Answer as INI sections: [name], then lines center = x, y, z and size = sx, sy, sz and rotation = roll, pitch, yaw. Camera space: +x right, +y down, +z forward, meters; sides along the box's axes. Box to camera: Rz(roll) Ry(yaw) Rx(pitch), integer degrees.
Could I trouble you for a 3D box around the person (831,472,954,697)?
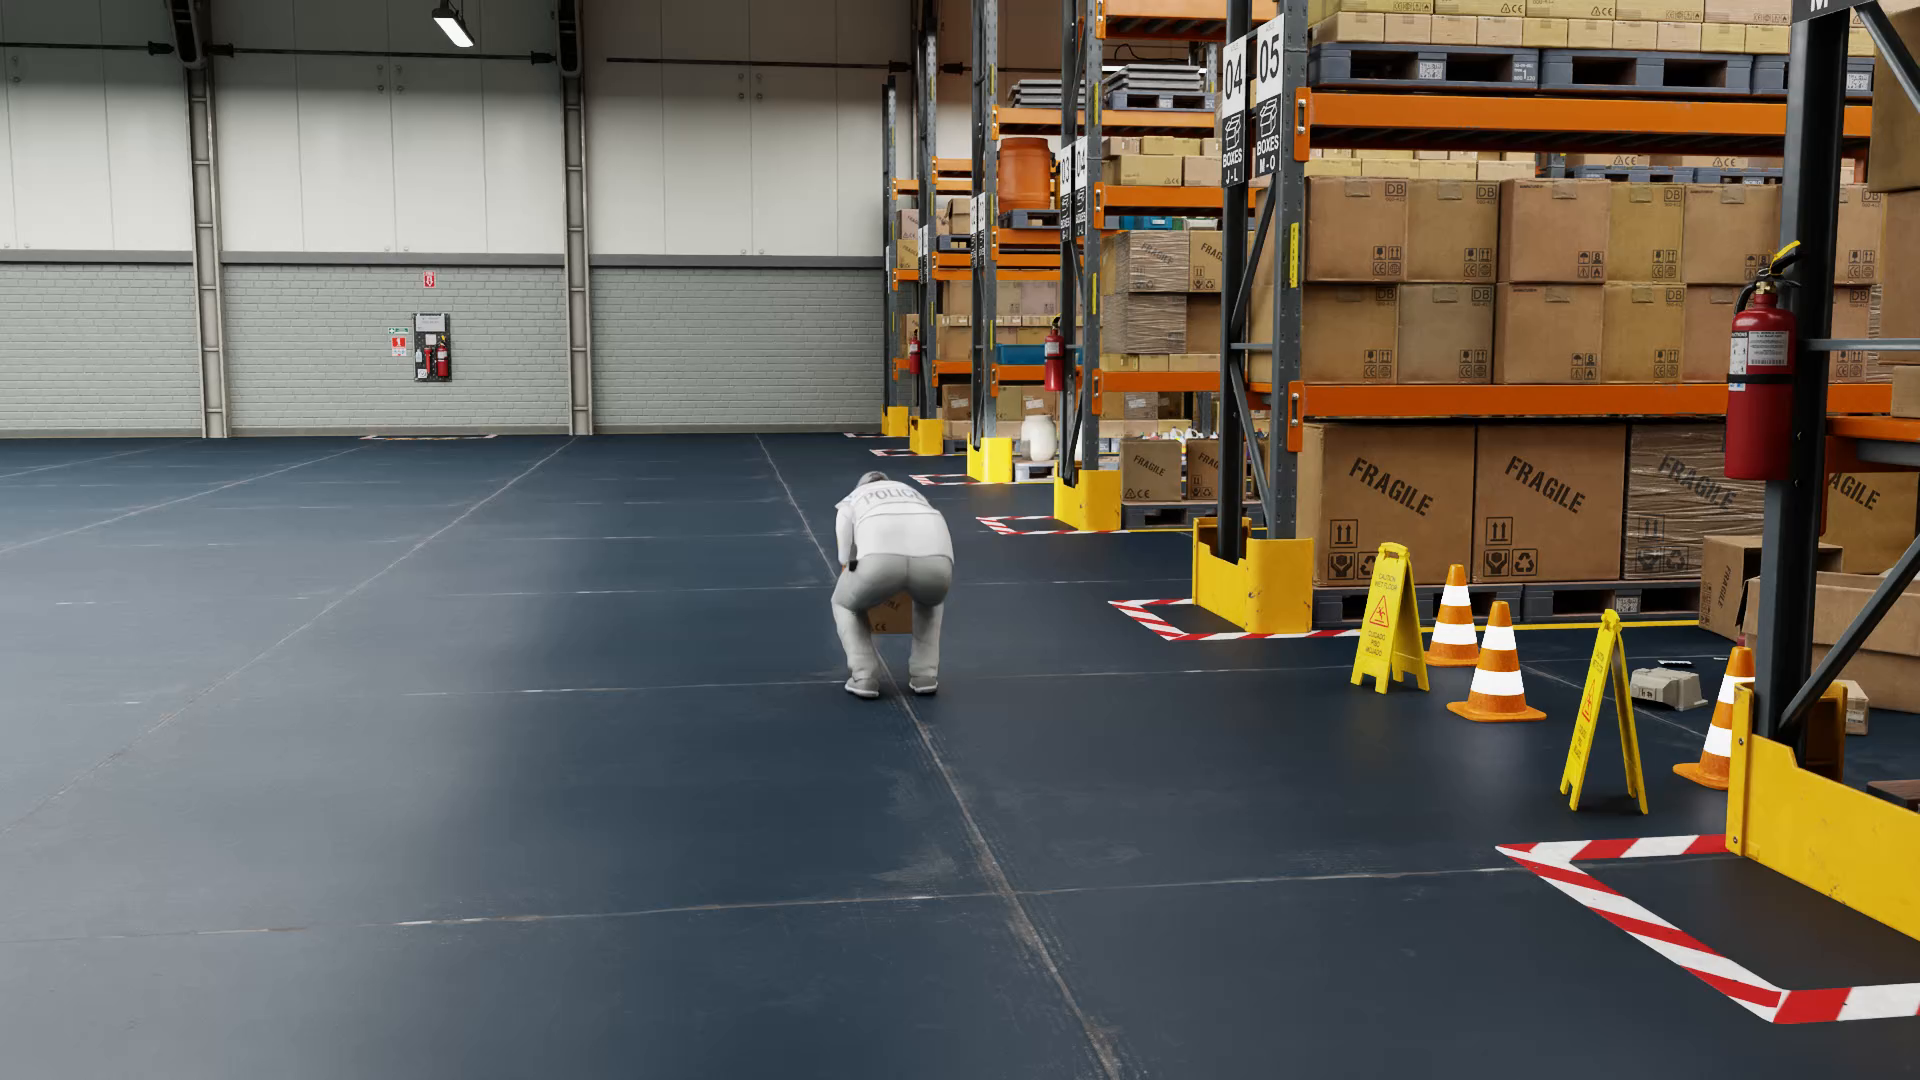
[person]
center = -0.311, 0.193, 7.350
size = 0.514, 0.940, 0.916
rotation = -1, 7, -11
